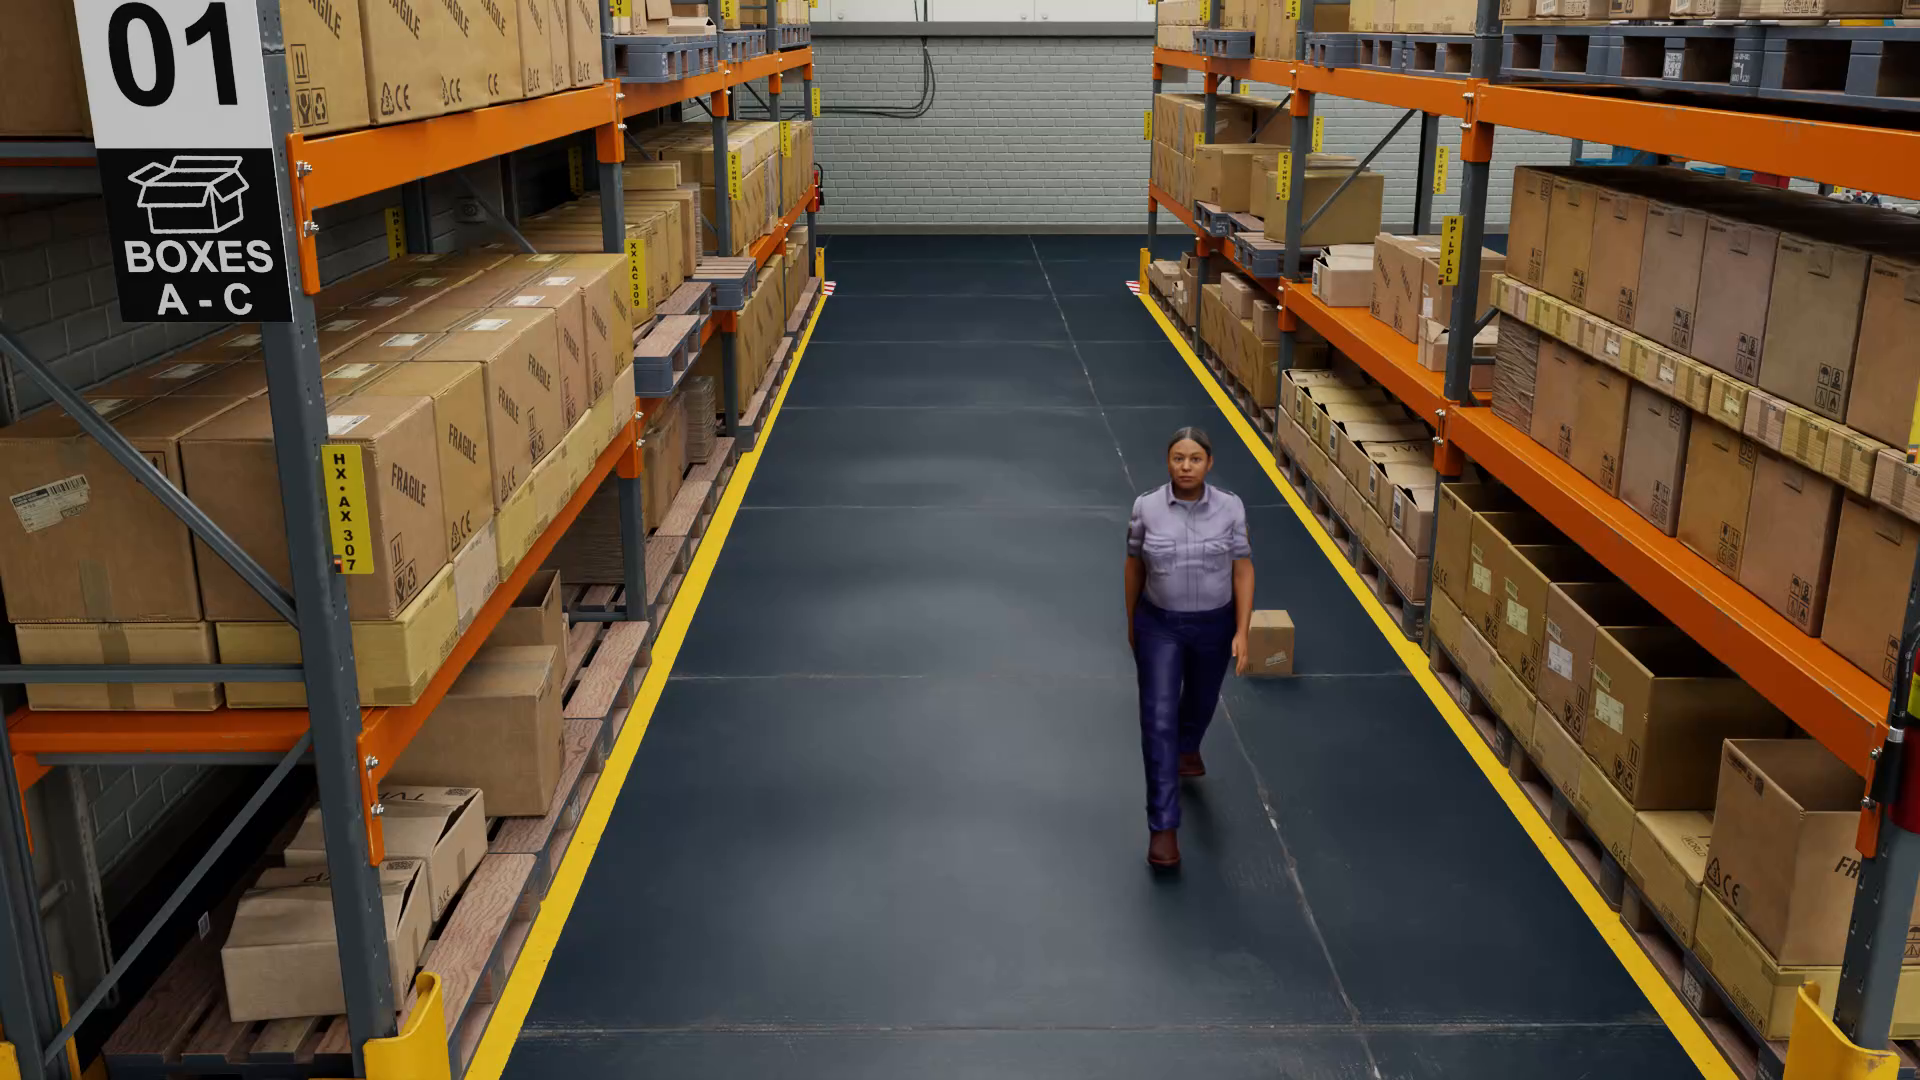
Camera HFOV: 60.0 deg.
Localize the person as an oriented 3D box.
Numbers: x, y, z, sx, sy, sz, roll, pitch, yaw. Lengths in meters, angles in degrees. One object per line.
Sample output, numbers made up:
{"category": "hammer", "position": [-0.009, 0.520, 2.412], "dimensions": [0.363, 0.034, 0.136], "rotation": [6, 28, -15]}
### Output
{"category": "person", "position": [0.886, 0.345, 6.455], "dimensions": [0.485, 1.591, 1.031], "rotation": [0, 17, 0]}
